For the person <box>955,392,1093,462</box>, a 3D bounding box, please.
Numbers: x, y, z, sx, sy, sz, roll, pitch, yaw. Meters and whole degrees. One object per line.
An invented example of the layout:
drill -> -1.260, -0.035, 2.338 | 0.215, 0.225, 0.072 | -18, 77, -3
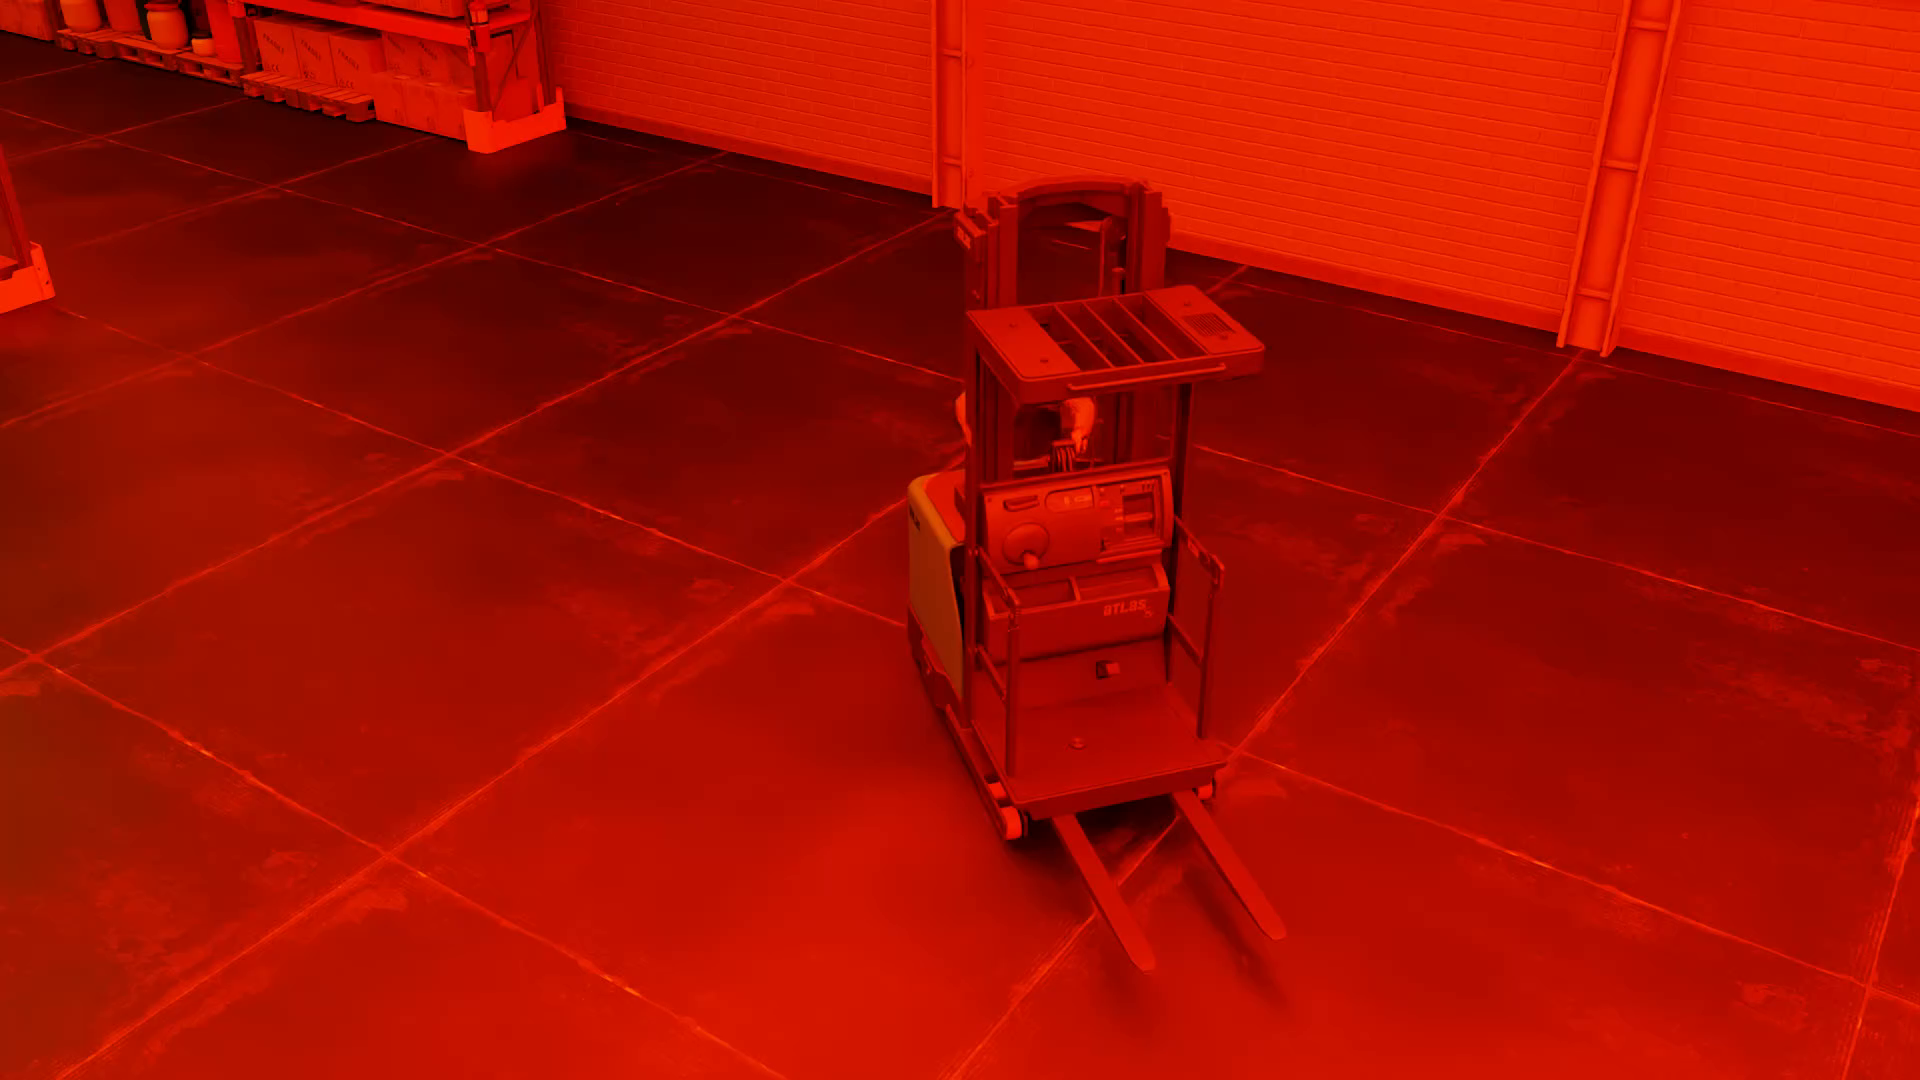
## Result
person -> 0.375, -0.473, 9.812 | 1.291, 1.504, 0.725 | 10, 32, 16

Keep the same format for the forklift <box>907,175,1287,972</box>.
forklift -> 0.630, -0.047, 7.662 | 1.130, 2.935, 3.031 | -9, 31, -15
